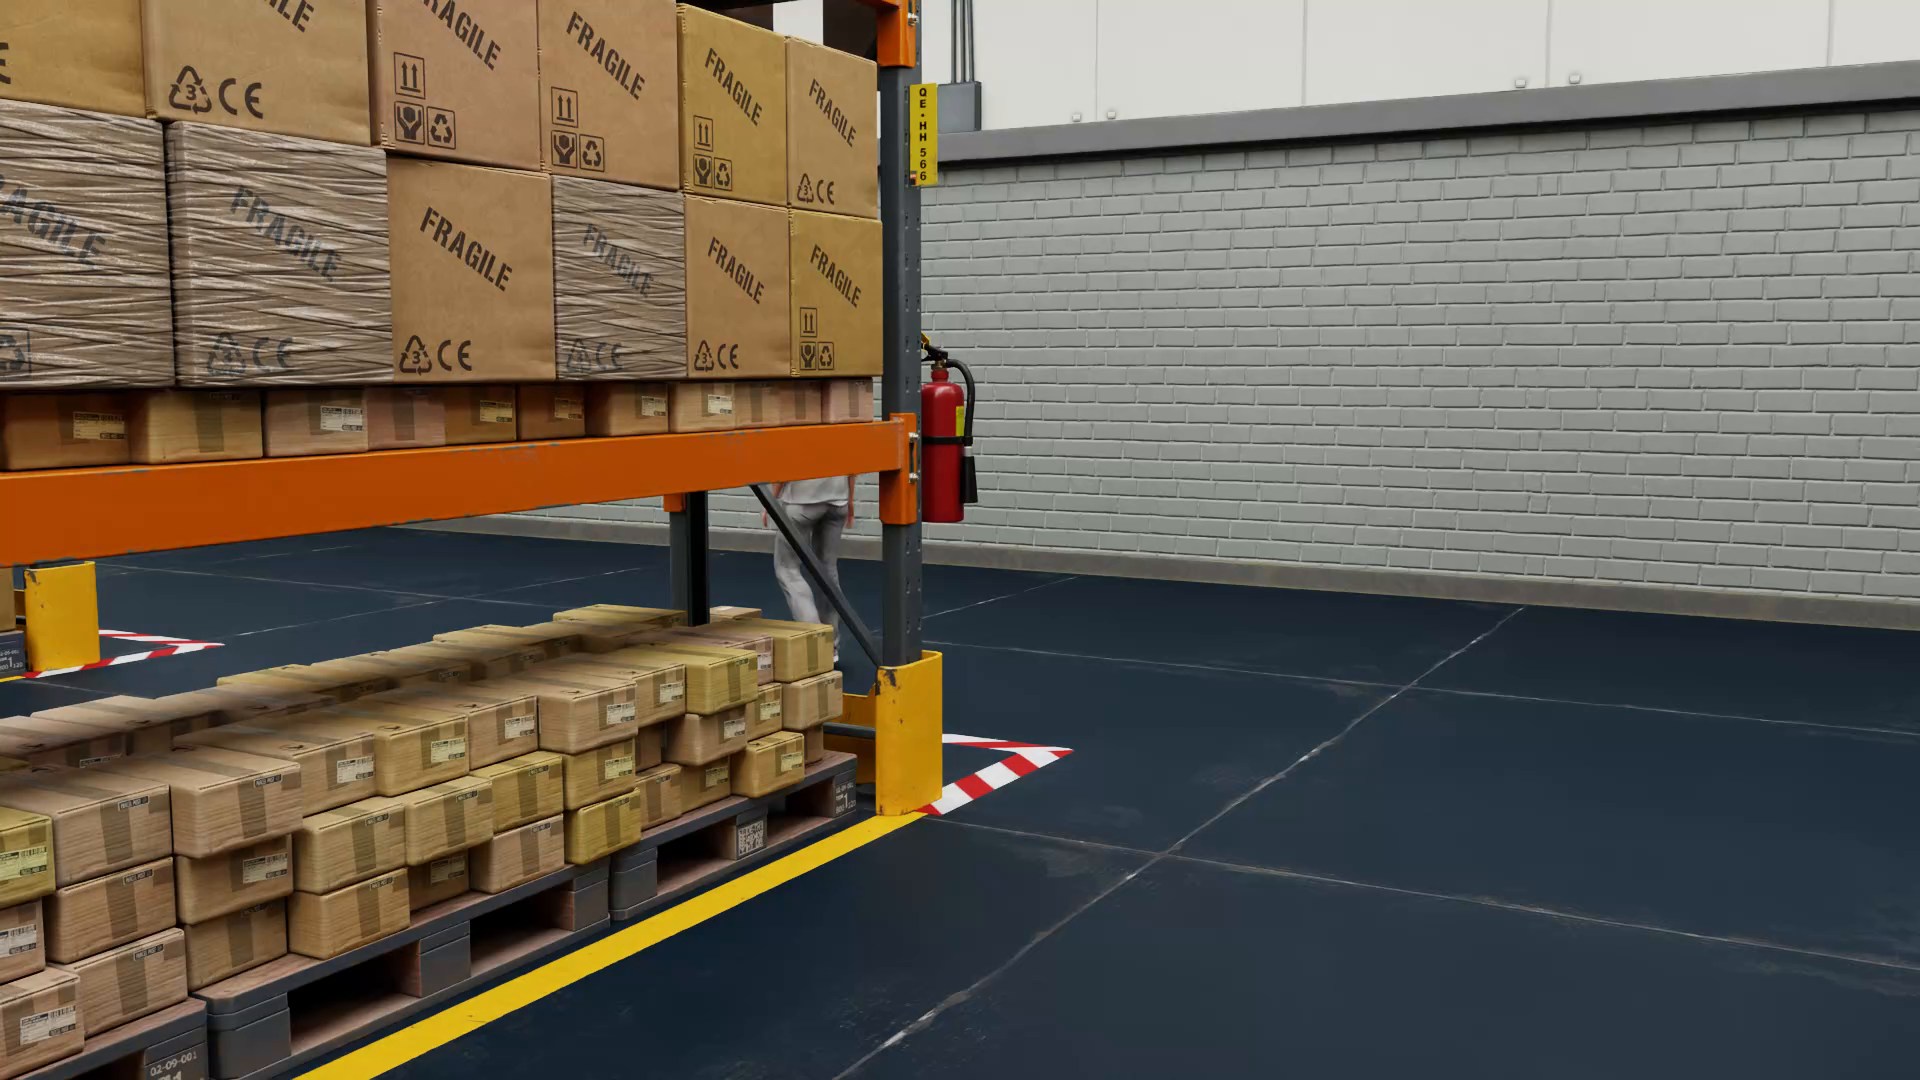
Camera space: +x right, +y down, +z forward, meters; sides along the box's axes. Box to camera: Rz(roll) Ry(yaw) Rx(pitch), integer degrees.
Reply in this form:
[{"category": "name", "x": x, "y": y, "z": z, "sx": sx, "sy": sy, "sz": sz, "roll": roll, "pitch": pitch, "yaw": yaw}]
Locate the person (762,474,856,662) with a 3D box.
[{"category": "person", "x": -0.726, "y": -0.172, "z": 8.037, "sx": 0.462, "sy": 1.606, "sz": 0.425, "roll": -6, "pitch": 9, "yaw": -44}]
